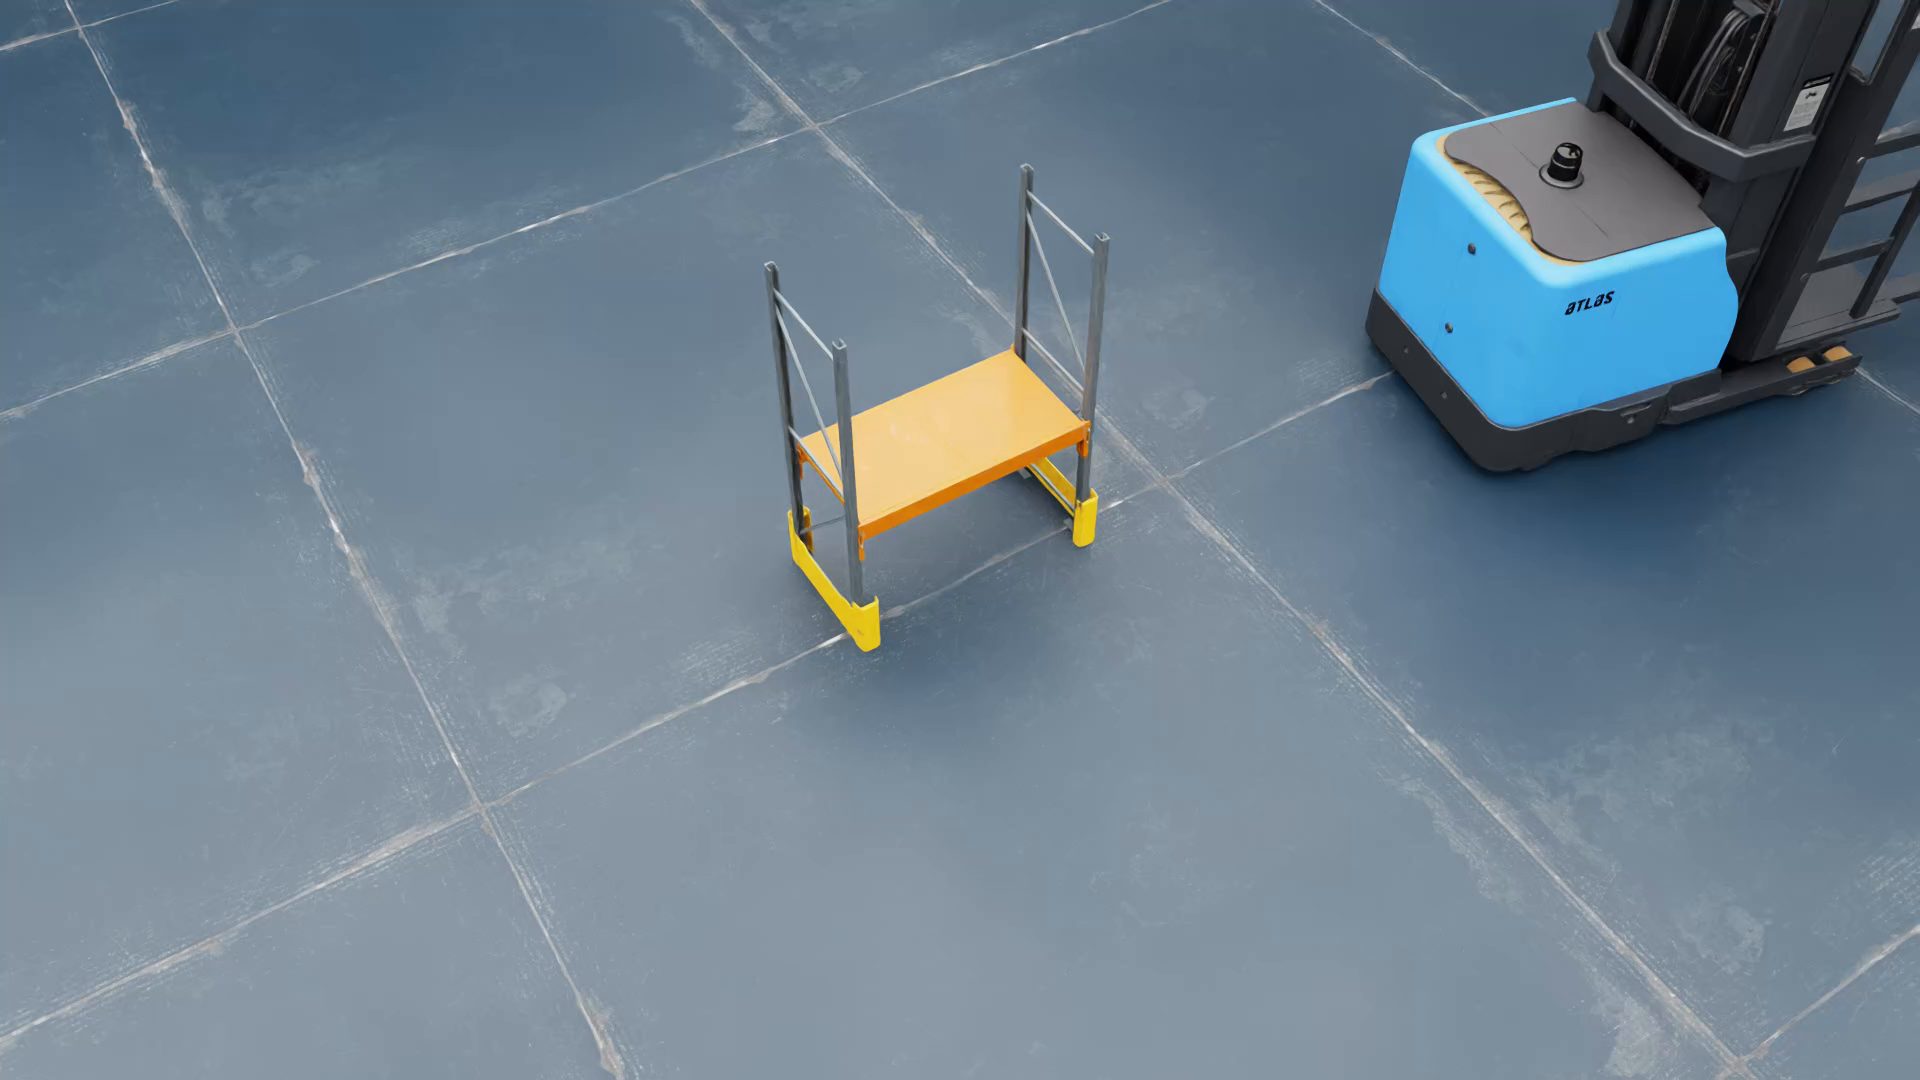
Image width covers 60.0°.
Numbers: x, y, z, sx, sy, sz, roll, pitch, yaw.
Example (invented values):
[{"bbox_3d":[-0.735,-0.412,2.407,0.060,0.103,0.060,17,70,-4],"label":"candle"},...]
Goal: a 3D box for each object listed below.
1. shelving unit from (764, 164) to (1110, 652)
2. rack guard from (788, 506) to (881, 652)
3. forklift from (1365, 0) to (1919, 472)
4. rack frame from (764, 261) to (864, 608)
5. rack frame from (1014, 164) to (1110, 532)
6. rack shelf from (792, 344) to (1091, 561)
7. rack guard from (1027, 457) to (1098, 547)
[{"bbox_3d":[-0.064,-0.468,6.108,1.083,1.500,0.587,-25,53,-21],"label":"shelving unit"},{"bbox_3d":[-0.486,0.146,6.398,0.087,0.250,0.587,-25,53,-21],"label":"rack guard"},{"bbox_3d":[3.382,-1.960,6.478,3.031,2.935,1.130,-16,50,-14],"label":"forklift"},{"bbox_3d":[-0.502,-0.262,5.925,0.032,1.500,0.500,-25,53,-21],"label":"rack frame"},{"bbox_3d":[0.358,-0.667,6.285,0.032,1.500,0.500,-25,53,-21],"label":"rack frame"},{"bbox_3d":[-0.072,-0.345,6.239,1.000,0.185,0.538,-25,53,-21],"label":"rack shelf"},{"bbox_3d":[0.357,-0.251,6.752,0.087,0.250,0.587,-25,53,-21],"label":"rack guard"}]
